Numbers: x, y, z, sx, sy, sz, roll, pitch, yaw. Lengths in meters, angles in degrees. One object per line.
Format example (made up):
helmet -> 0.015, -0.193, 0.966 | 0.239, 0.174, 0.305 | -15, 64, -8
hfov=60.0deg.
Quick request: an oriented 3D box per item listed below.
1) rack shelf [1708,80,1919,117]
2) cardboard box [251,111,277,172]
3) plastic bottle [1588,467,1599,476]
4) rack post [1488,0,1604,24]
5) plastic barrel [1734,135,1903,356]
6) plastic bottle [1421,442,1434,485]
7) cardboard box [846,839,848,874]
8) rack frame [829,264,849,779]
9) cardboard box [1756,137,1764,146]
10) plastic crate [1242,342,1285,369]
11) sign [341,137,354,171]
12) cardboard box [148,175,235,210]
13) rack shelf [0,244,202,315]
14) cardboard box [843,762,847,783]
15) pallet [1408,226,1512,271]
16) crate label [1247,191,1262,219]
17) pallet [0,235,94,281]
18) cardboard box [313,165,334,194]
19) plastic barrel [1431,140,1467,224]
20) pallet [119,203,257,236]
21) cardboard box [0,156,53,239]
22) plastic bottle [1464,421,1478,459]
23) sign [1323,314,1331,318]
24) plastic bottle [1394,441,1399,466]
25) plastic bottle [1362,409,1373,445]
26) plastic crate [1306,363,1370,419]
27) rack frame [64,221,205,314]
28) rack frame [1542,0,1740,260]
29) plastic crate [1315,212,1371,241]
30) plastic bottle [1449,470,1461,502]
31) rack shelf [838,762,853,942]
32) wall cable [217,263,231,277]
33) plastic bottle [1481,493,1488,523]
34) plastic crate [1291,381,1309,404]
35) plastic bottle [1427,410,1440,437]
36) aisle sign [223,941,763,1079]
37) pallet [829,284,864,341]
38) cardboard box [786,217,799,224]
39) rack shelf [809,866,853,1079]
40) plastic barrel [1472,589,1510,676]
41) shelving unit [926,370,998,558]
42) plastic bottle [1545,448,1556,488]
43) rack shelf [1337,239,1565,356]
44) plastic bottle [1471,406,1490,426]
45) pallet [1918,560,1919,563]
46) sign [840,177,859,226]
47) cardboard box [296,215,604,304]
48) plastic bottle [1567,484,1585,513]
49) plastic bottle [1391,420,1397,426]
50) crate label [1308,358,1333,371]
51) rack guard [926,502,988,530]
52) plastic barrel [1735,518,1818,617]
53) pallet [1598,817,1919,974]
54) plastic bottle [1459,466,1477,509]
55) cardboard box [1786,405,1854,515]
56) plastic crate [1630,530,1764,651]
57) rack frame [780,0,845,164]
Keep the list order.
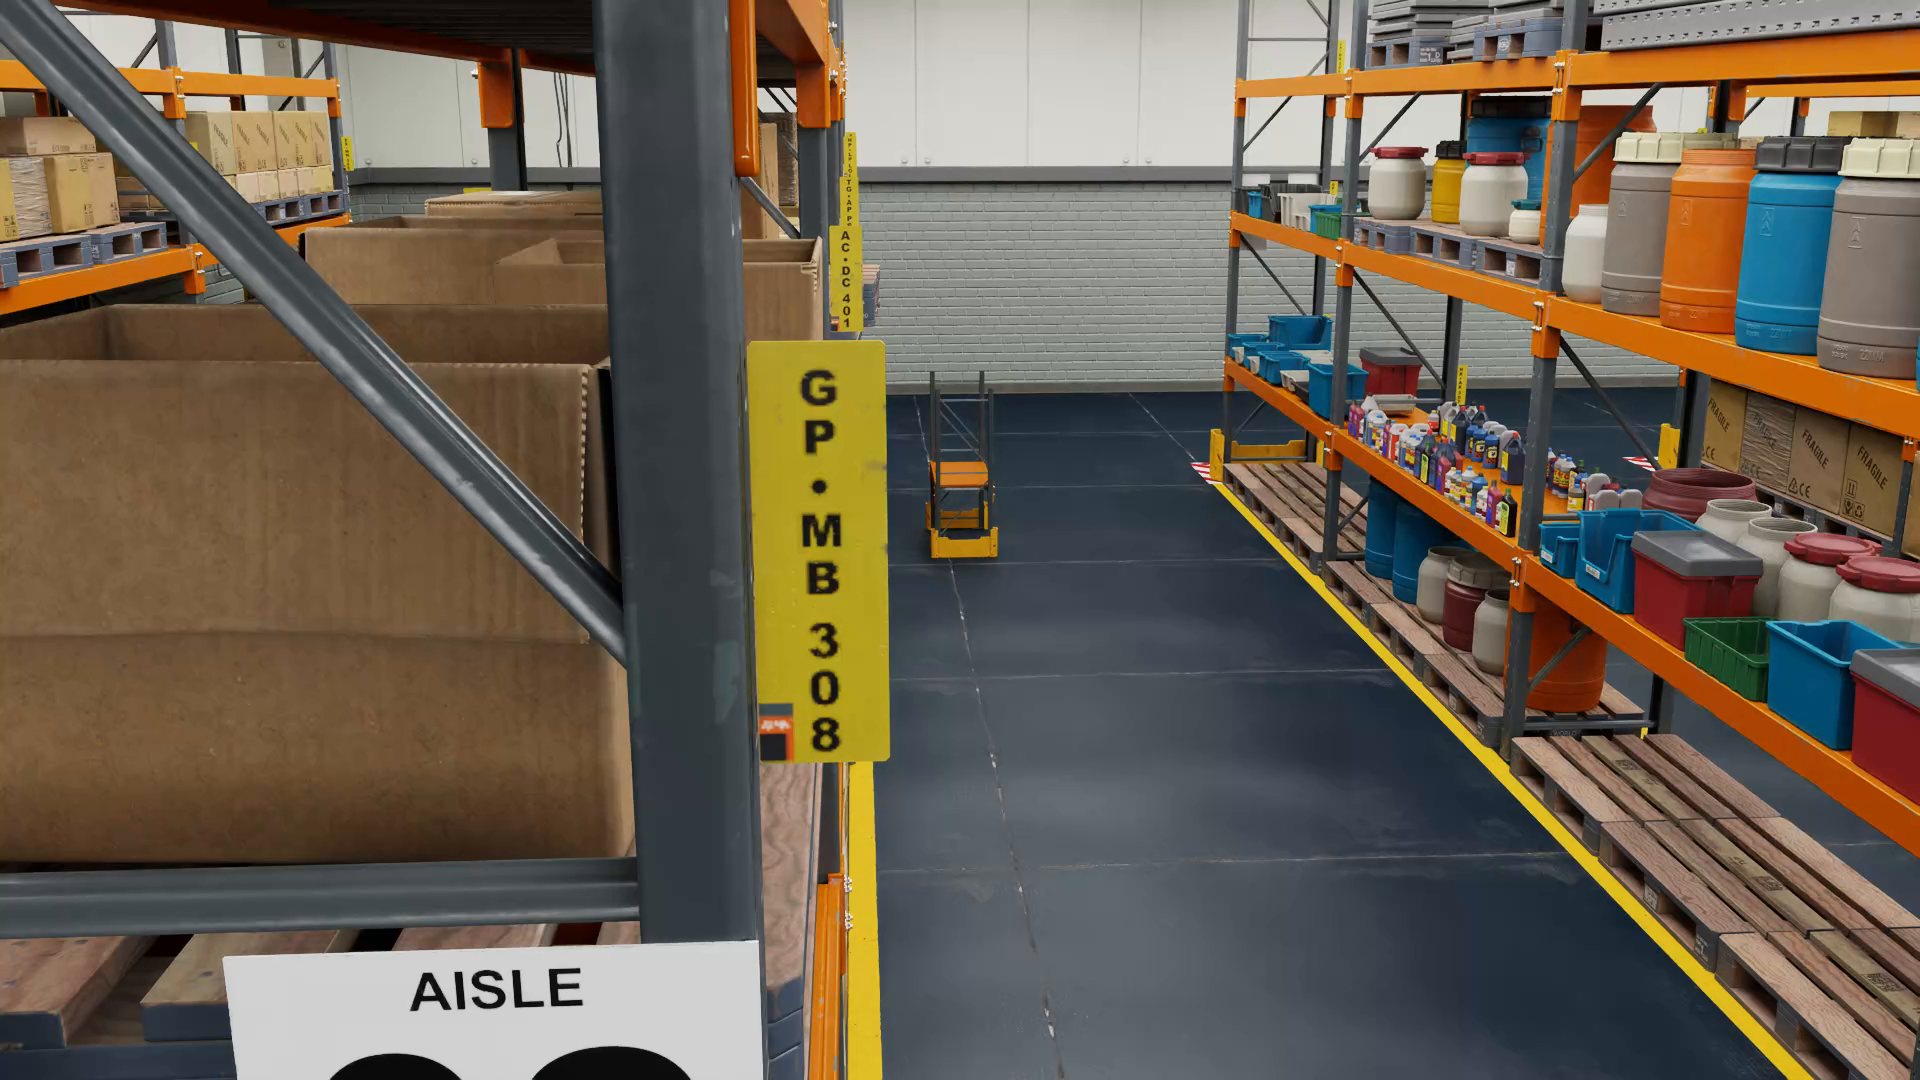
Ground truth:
rack shelf -> 8.362, -4.062, 15.225 | 1.077, 0.370, 4.000 | -1, 14, -3
cardboard box -> -6.184, -3.399, 14.175 | 0.500, 0.500, 0.500 | -1, 14, -3
plastic bottle -> 4.094, -0.335, 10.768 | 0.061, 0.283, 0.133 | -1, 14, -3
rack post -> 3.704, -3.179, 9.696 | 0.954, 0.300, 0.937 | -1, 14, -3
plastic barrel -> 3.709, -1.279, 7.177 | 0.600, 0.901, 0.708 | -1, 14, -3
plastic bottle -> 3.249, -0.531, 11.529 | 0.061, 0.283, 0.133 | -1, 14, -3
cardboard box -> -0.780, 1.582, 7.758 | 0.500, 0.250, 0.500 | -1, 14, -2
rack frame -> -1.154, -0.055, 9.443 | 1.000, 3.000, 0.127 | -1, 14, -3
cardboard box -> 8.238, -3.679, 16.265 | 0.700, 0.500, 0.500 | -1, 14, -5
plastic crate -> 3.022, -1.838, 16.588 | 0.416, 0.233, 0.300 | -1, 14, -3
sign -> -6.051, -3.815, 16.420 | 0.100, 0.325, 0.005 | -1, 14, -3
cardboard box -> -6.126, -2.780, 13.272 | 0.500, 0.250, 0.500 | -1, 14, -4
rack shelf -> -6.222, -1.579, 10.791 | 1.077, 0.370, 4.000 | -1, 14, -3
cardboard box -> -0.809, 1.183, 8.182 | 0.500, 0.311, 0.500 | -1, 14, -4
pallet -> 3.761, -2.011, 11.405 | 1.003, 0.211, 1.213 | -1, 14, -3
crate label -> 3.029, -3.266, 16.203 | 0.408, 0.251, 0.502 | -1, 14, -3
pallet -> -6.263, -1.776, 10.492 | 1.003, 0.211, 1.213 | 0, 14, -1
cardboard box -> -6.283, -3.421, 15.763 | 0.500, 0.250, 0.500 | 0, 14, -2
plastic barrel -> 3.801, -2.648, 12.283 | 0.600, 0.588, 0.600 | 0, 14, 0
pallet -> -6.386, -2.585, 13.437 | 1.003, 0.211, 1.213 | -1, 14, -3
cardboard box -> -6.335, -2.203, 10.688 | 0.700, 0.500, 0.500 | -1, 14, -3
plastic bottle -> 3.820, -0.747, 12.391 | 0.097, 0.271, 0.097 | 0, 14, 0
sign -> 3.842, -2.211, 17.498 | 0.100, 0.325, 0.005 | -1, 14, -3
plastic bottle -> 3.228, -0.648, 12.149 | 0.097, 0.201, 0.097 | 0, 14, 0
plastic bottle -> 3.179, -0.879, 12.905 | 0.097, 0.271, 0.097 | 0, 14, 0
plastic crate -> 3.173, -1.257, 14.028 | 0.392, 0.384, 0.575 | -1, 14, -3
rack frame -> -6.346, -0.972, 13.008 | 1.000, 3.000, 0.127 | -1, 14, -3
rack frame -> 3.790, -3.036, 8.989 | 1.000, 3.000, 0.127 | -1, 14, -3
plastic crate -> 3.214, -2.576, 13.647 | 0.450, 0.188, 0.662 | -1, 14, -3
plastic bottle -> 3.300, -0.360, 11.027 | 0.097, 0.201, 0.097 | 0, 14, 0
rack shelf -> -1.030, 0.791, 7.599 | 1.077, 0.370, 4.000 | -1, 14, -3
wall cable -> -7.617, -2.763, 17.929 | 0.084, 1.984, 1.851 | -1, 14, -3
plastic bottle -> 3.336, -0.214, 10.462 | 0.097, 0.201, 0.097 | 0, 14, 0
plastic crate -> 3.205, -1.295, 14.695 | 0.437, 0.125, 0.590 | -1, 14, -3
plastic bottle -> 3.766, -0.929, 13.241 | 0.097, 0.201, 0.097 | 0, 14, 0
aisle sign -> -0.349, 0.688, 1.341 | 0.394, 0.787, 0.004 | -1, 14, -3
pallet -> -0.951, -0.970, 7.361 | 1.003, 0.211, 1.213 | 0, 14, -1
cardboard box -> -1.070, -1.526, 8.600 | 0.500, 0.250, 0.500 | -2, 15, -8
rack shelf -> -0.782, 1.786, 3.733 | 1.077, 0.370, 4.000 | -1, 14, -3
plastic barrel -> 3.618, 0.611, 11.006 | 0.421, 0.512, 0.421 | 0, 14, 0
shelving unit -> 0.005, -0.707, 14.989 | 0.587, 1.500, 1.083 | -1, 14, -3
plastic bottle -> 4.034, -0.497, 11.420 | 0.097, 0.271, 0.097 | 0, 14, 0
rack shelf -> 3.666, -1.732, 11.386 | 1.077, 0.370, 4.000 | -1, 14, -3
plastic bottle -> 3.937, -0.832, 12.561 | 0.144, 0.351, 0.185 | -1, 14, -3
pallet -> 8.609, 0.340, 13.506 | 1.003, 0.211, 1.213 | -1, 14, -3
sign -> -0.600, -1.803, 9.020 | 0.100, 0.325, 0.005 | -1, 14, -3
cardboard box -> -0.930, -0.422, 3.521 | 0.797, 0.503, 0.637 | 1, 14, 3
plastic bottle -> 3.934, -0.255, 10.621 | 0.097, 0.201, 0.097 | 0, 14, 0
plastic bottle -> 3.337, -0.823, 12.829 | 0.097, 0.201, 0.097 | 0, 14, 0
crate label -> 3.571, -1.680, 16.168 | 0.396, 0.136, 0.243 | -1, 14, -3
rack guard -> -0.026, -0.226, 15.627 | 0.587, 0.250, 0.087 | -1, 14, -3
plastic barrel -> 4.093, 0.173, 8.334 | 0.421, 0.512, 0.421 | 0, 14, 0
pallet -> 3.872, 1.716, 8.156 | 1.003, 0.211, 1.213 | -1, 14, -3
plastic bottle -> 3.312, -0.345, 10.830 | 0.097, 0.271, 0.097 | 0, 14, 0
cardboard box -> 8.469, -0.765, 15.625 | 0.875, 0.875, 0.875 | -1, 14, -3
plastic crate -> 3.585, 0.245, 8.148 | 0.402, 0.464, 0.583 | -1, 14, -3
rack frame -> -1.650, -4.950, 16.428 | 1.000, 3.000, 0.127 | -1, 14, -3
